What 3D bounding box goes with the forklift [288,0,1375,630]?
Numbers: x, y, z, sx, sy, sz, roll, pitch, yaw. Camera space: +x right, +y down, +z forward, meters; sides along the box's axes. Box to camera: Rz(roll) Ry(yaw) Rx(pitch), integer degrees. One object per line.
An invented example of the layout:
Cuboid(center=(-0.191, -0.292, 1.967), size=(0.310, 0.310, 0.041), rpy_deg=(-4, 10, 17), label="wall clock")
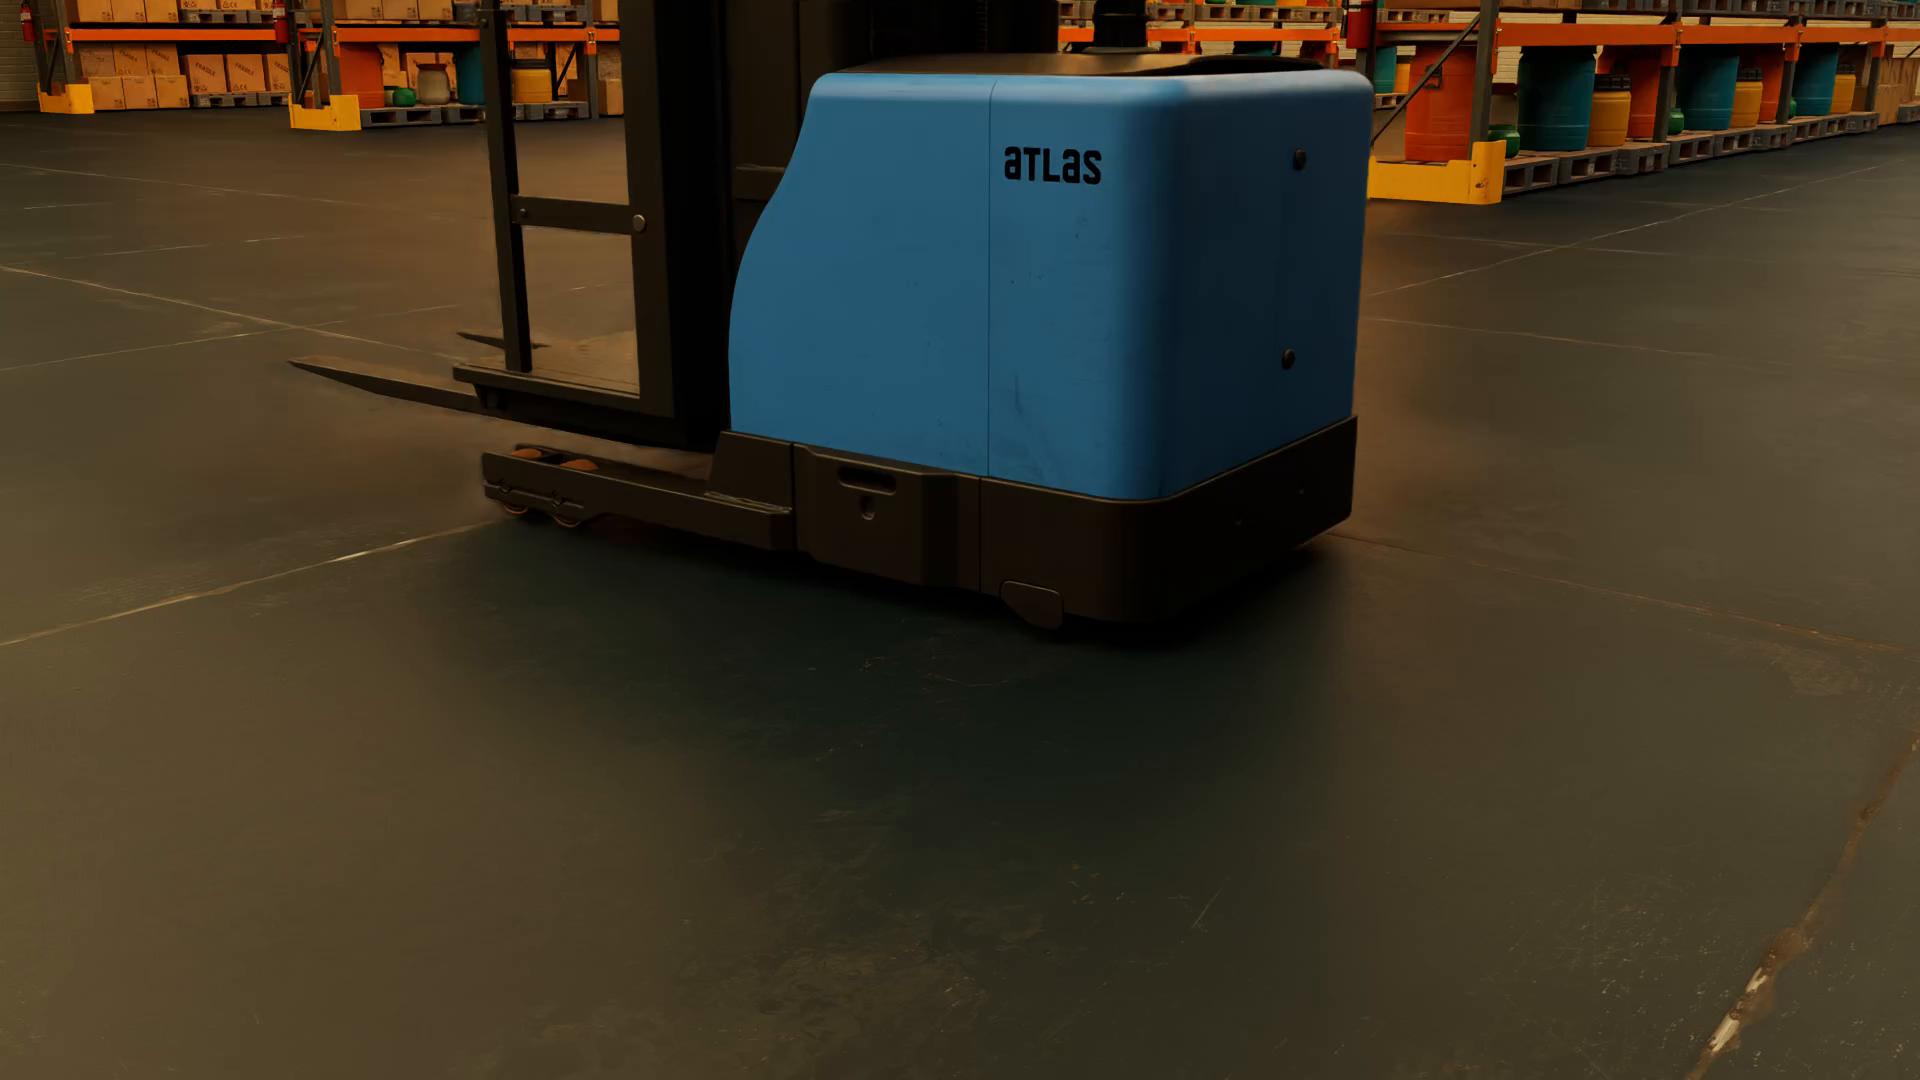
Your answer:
Cuboid(center=(-0.572, -1.543, 3.979), size=(3.031, 2.935, 1.130), rpy_deg=(12, 21, 34), label="forklift")
